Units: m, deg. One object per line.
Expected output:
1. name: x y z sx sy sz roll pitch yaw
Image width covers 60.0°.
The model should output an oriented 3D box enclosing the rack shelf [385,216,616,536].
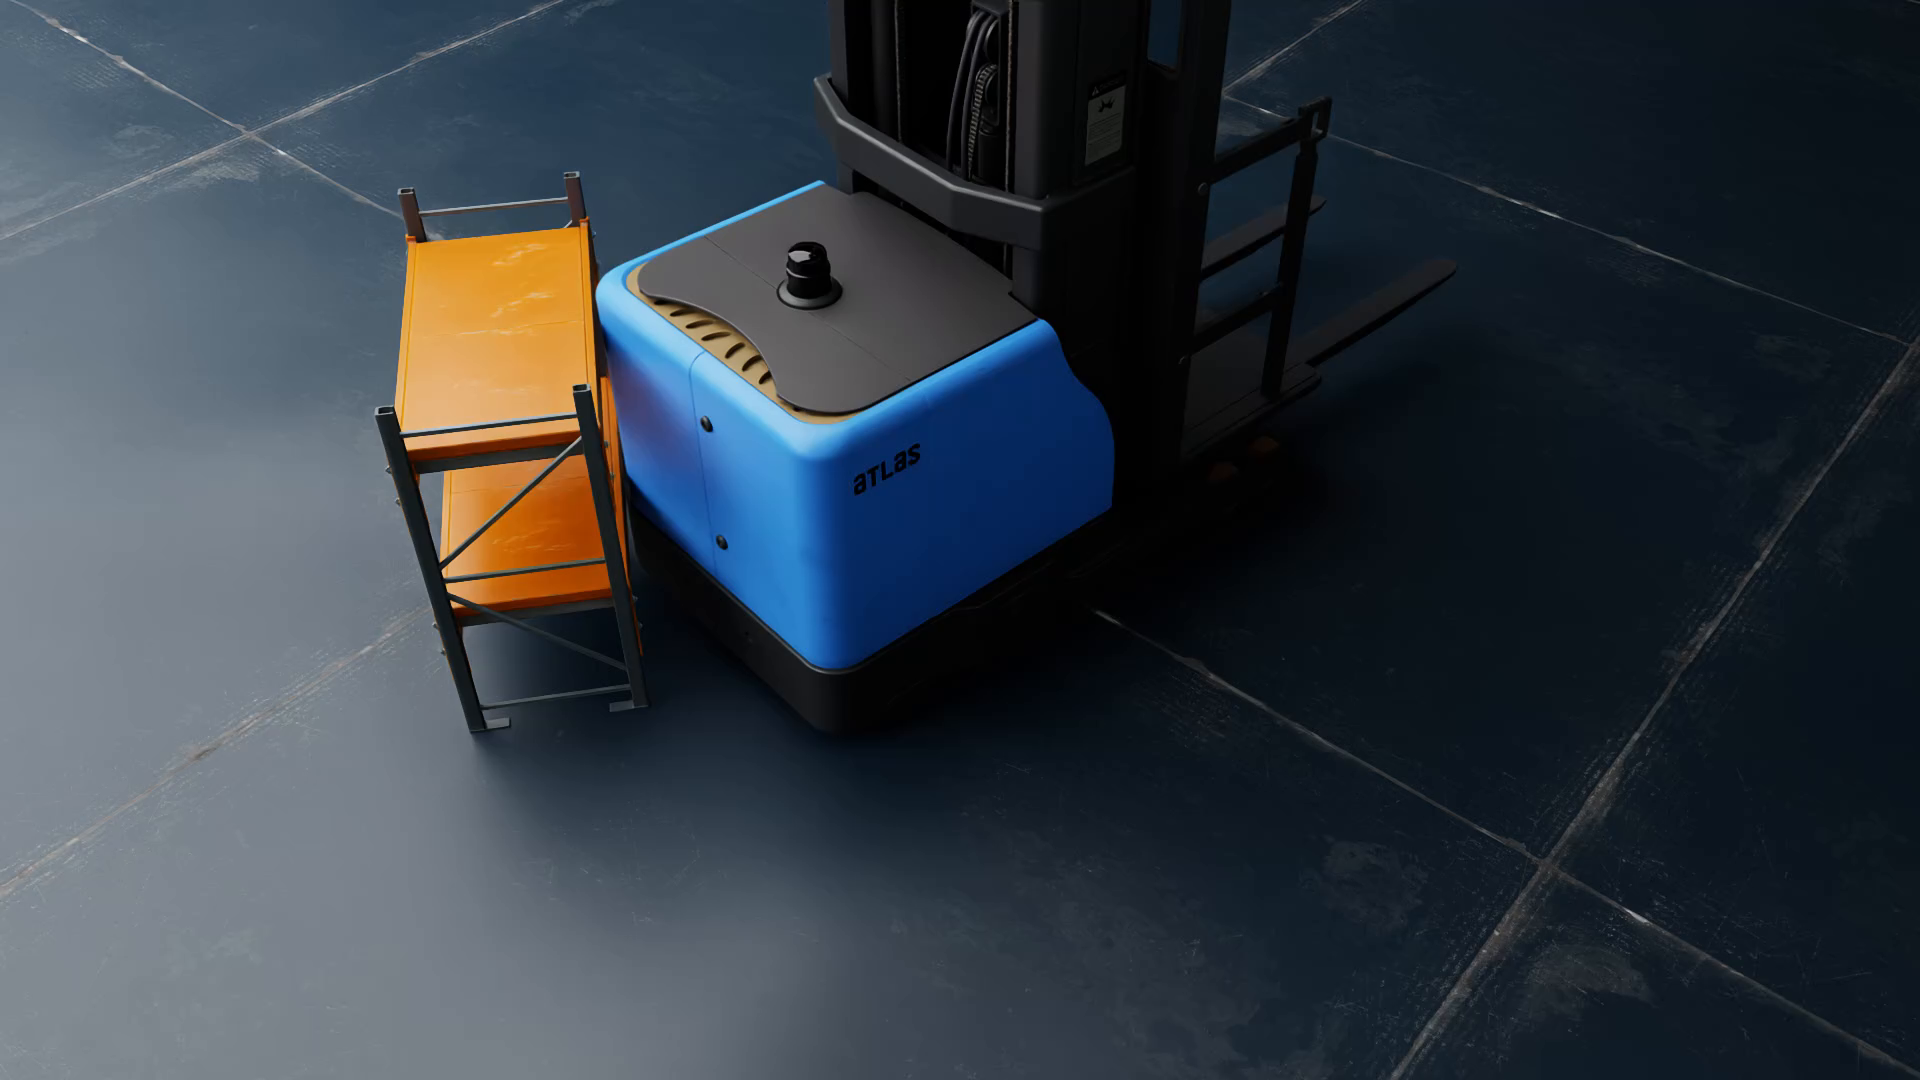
1. rack shelf: -1.229 -0.471 4.497 0.538 0.278 1.000 -8 43 -8

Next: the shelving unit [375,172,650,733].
1. shelving unit: -1.229 -0.254 4.694 0.538 1.125 1.048 -8 43 -8

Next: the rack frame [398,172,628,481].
1. rack frame: -1.326 -0.590 5.063 0.500 1.125 0.032 -8 43 -8

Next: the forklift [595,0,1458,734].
1. forklift: 0.447 -1.408 4.620 3.031 2.935 1.130 -31 50 -29

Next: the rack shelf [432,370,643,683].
1. rack shelf: -1.229 -0.074 4.858 0.538 0.278 1.000 -8 43 -8

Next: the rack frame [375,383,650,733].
1. rack frame: -1.131 0.081 4.325 0.500 1.125 0.032 -8 43 -8
